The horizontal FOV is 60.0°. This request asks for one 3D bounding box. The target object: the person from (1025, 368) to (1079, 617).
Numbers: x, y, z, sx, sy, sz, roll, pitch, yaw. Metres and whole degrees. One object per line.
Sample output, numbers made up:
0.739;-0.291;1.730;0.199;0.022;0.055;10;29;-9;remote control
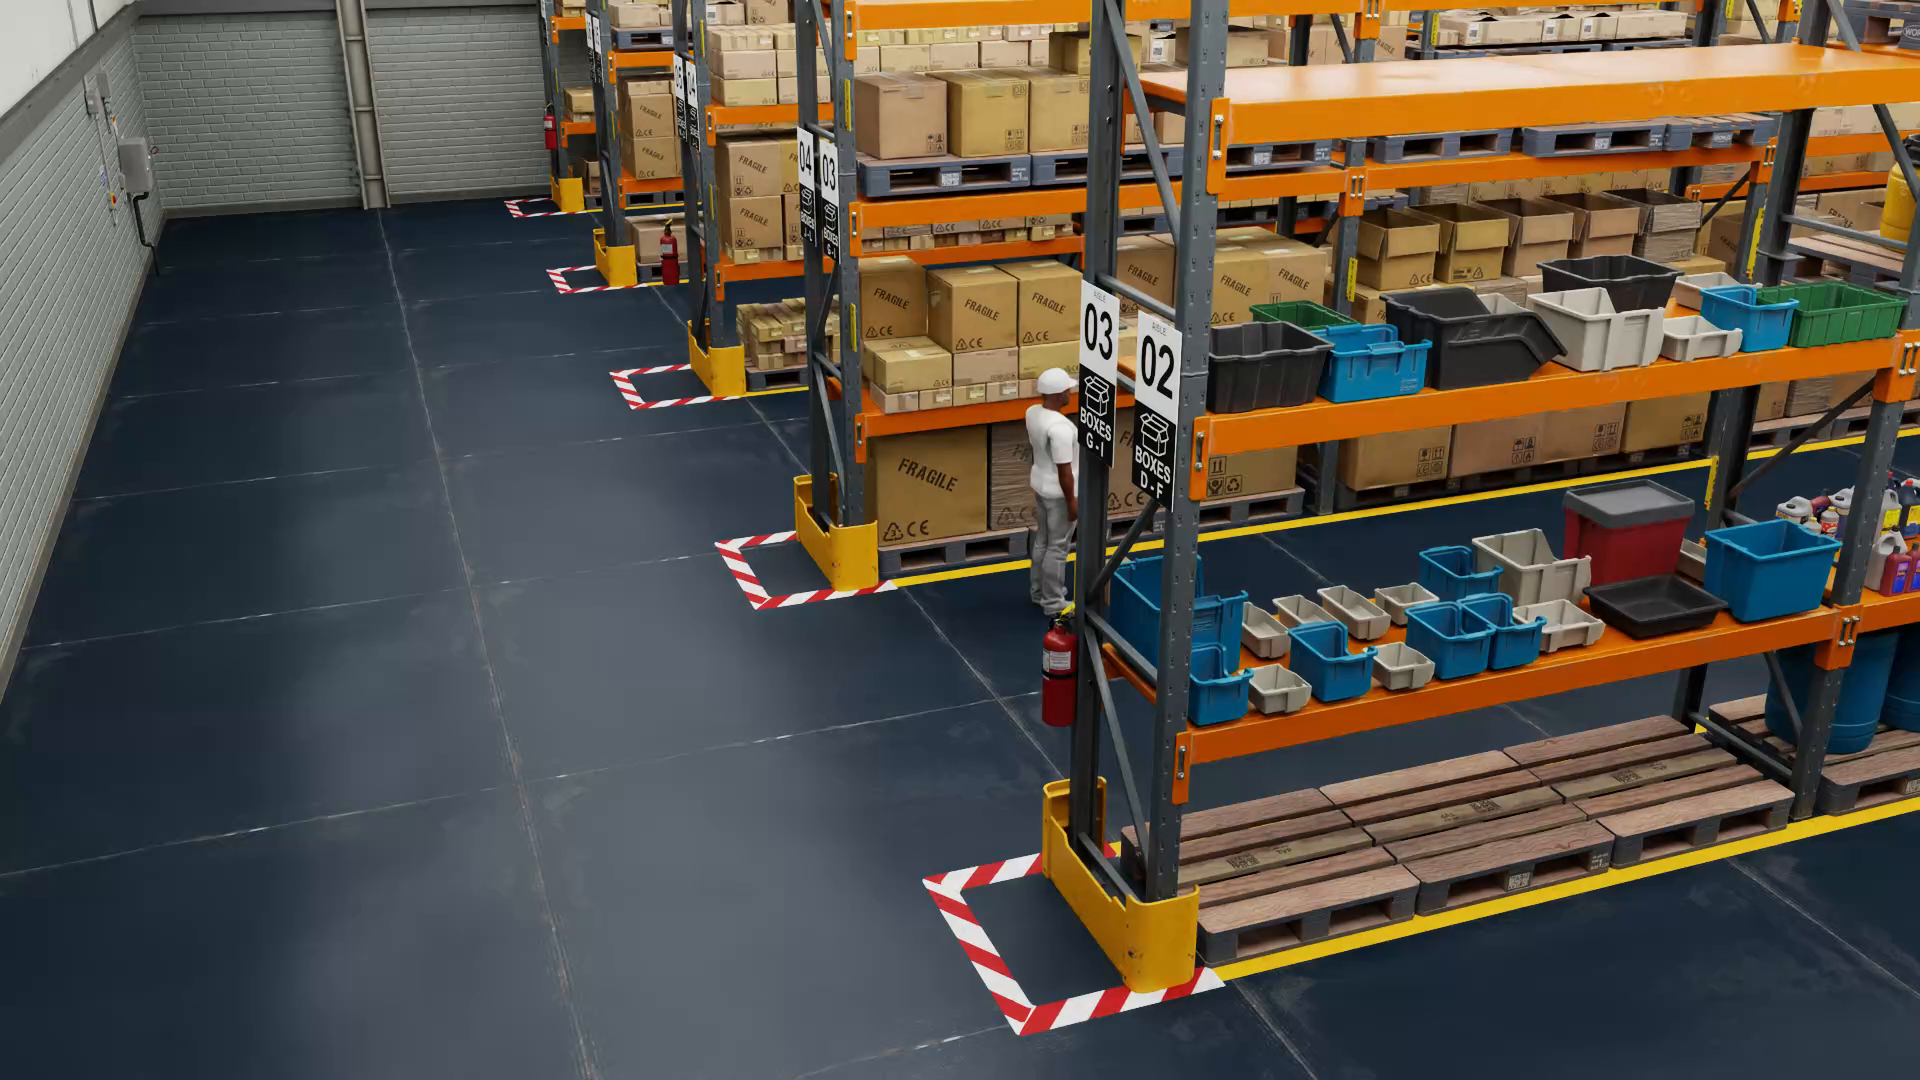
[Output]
0.669;-0.348;11.628;0.363;1.767;0.563;-8;24;-18;person
